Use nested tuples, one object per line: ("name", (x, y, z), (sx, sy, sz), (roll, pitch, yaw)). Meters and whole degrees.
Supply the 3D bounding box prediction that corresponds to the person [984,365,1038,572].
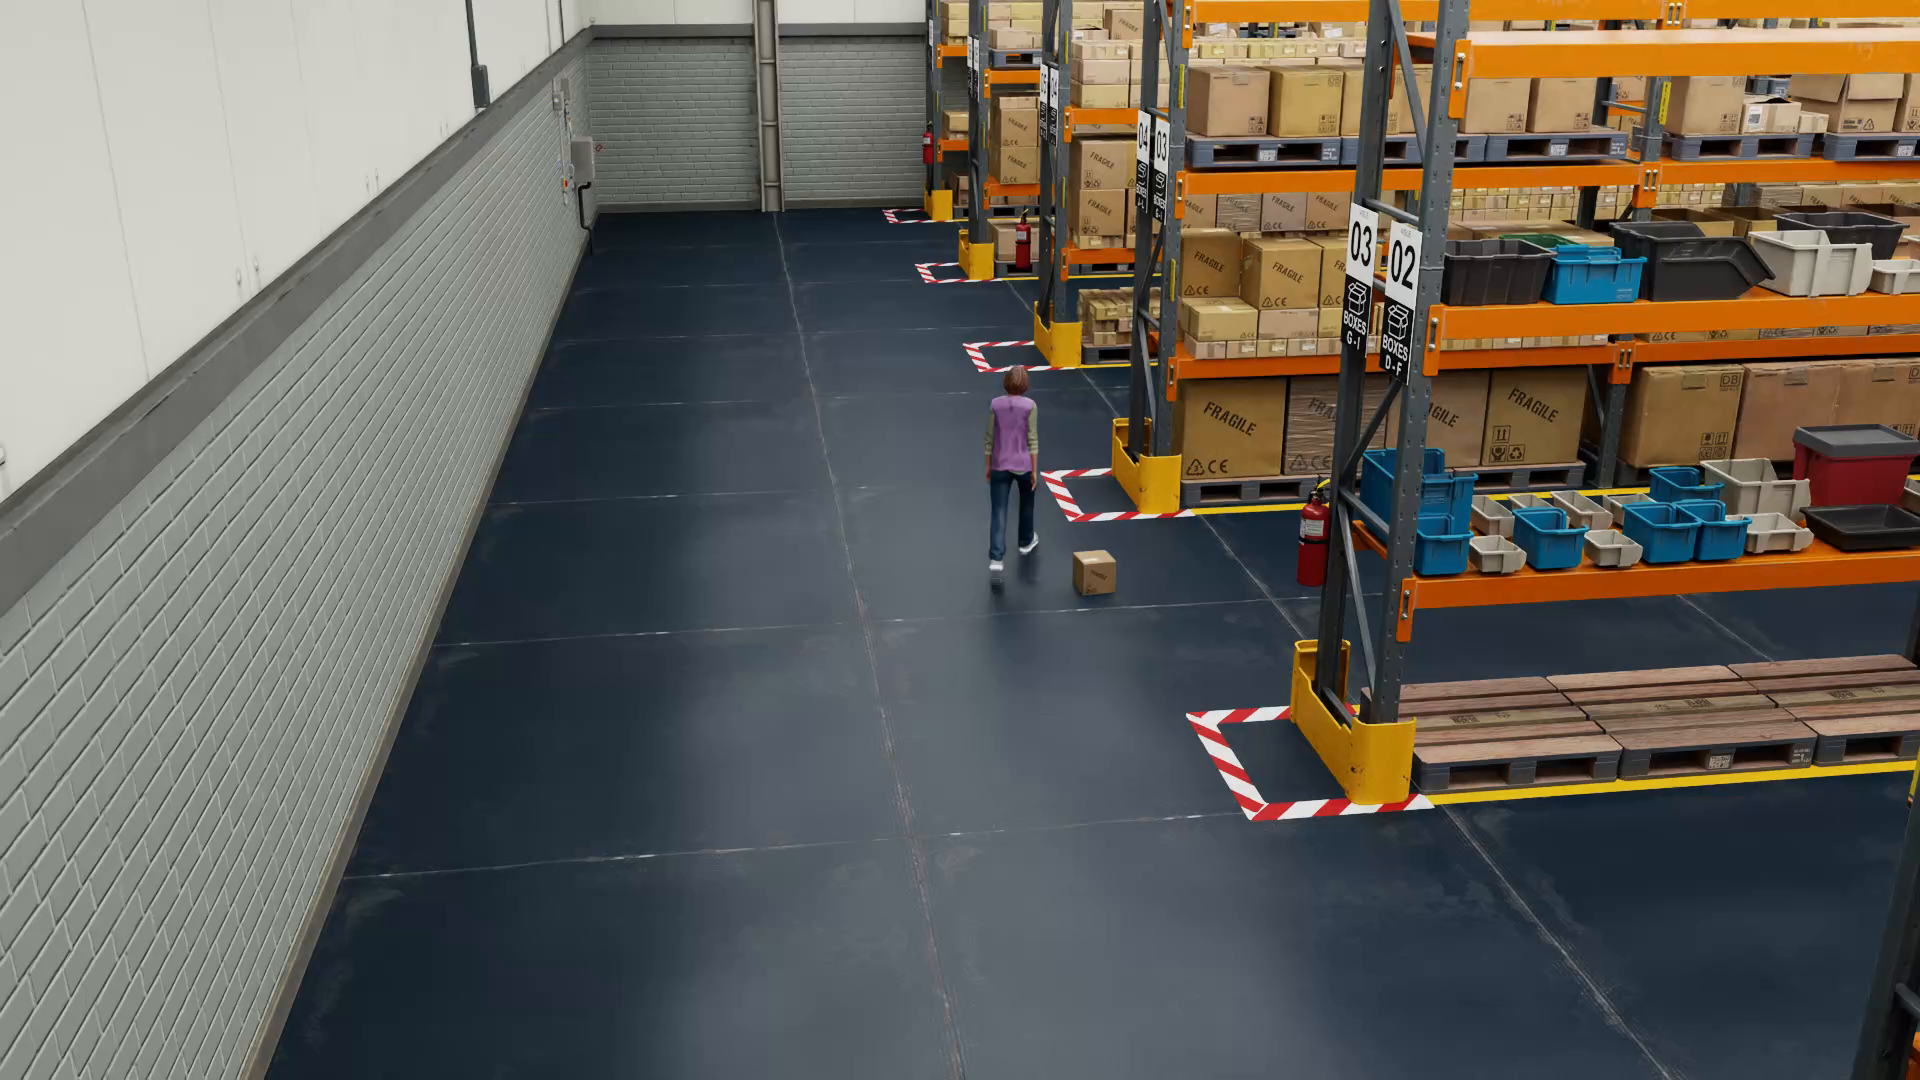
("person", (0.381, -0.541, 12.597), (0.420, 1.531, 1.006), (3, 20, 7))
